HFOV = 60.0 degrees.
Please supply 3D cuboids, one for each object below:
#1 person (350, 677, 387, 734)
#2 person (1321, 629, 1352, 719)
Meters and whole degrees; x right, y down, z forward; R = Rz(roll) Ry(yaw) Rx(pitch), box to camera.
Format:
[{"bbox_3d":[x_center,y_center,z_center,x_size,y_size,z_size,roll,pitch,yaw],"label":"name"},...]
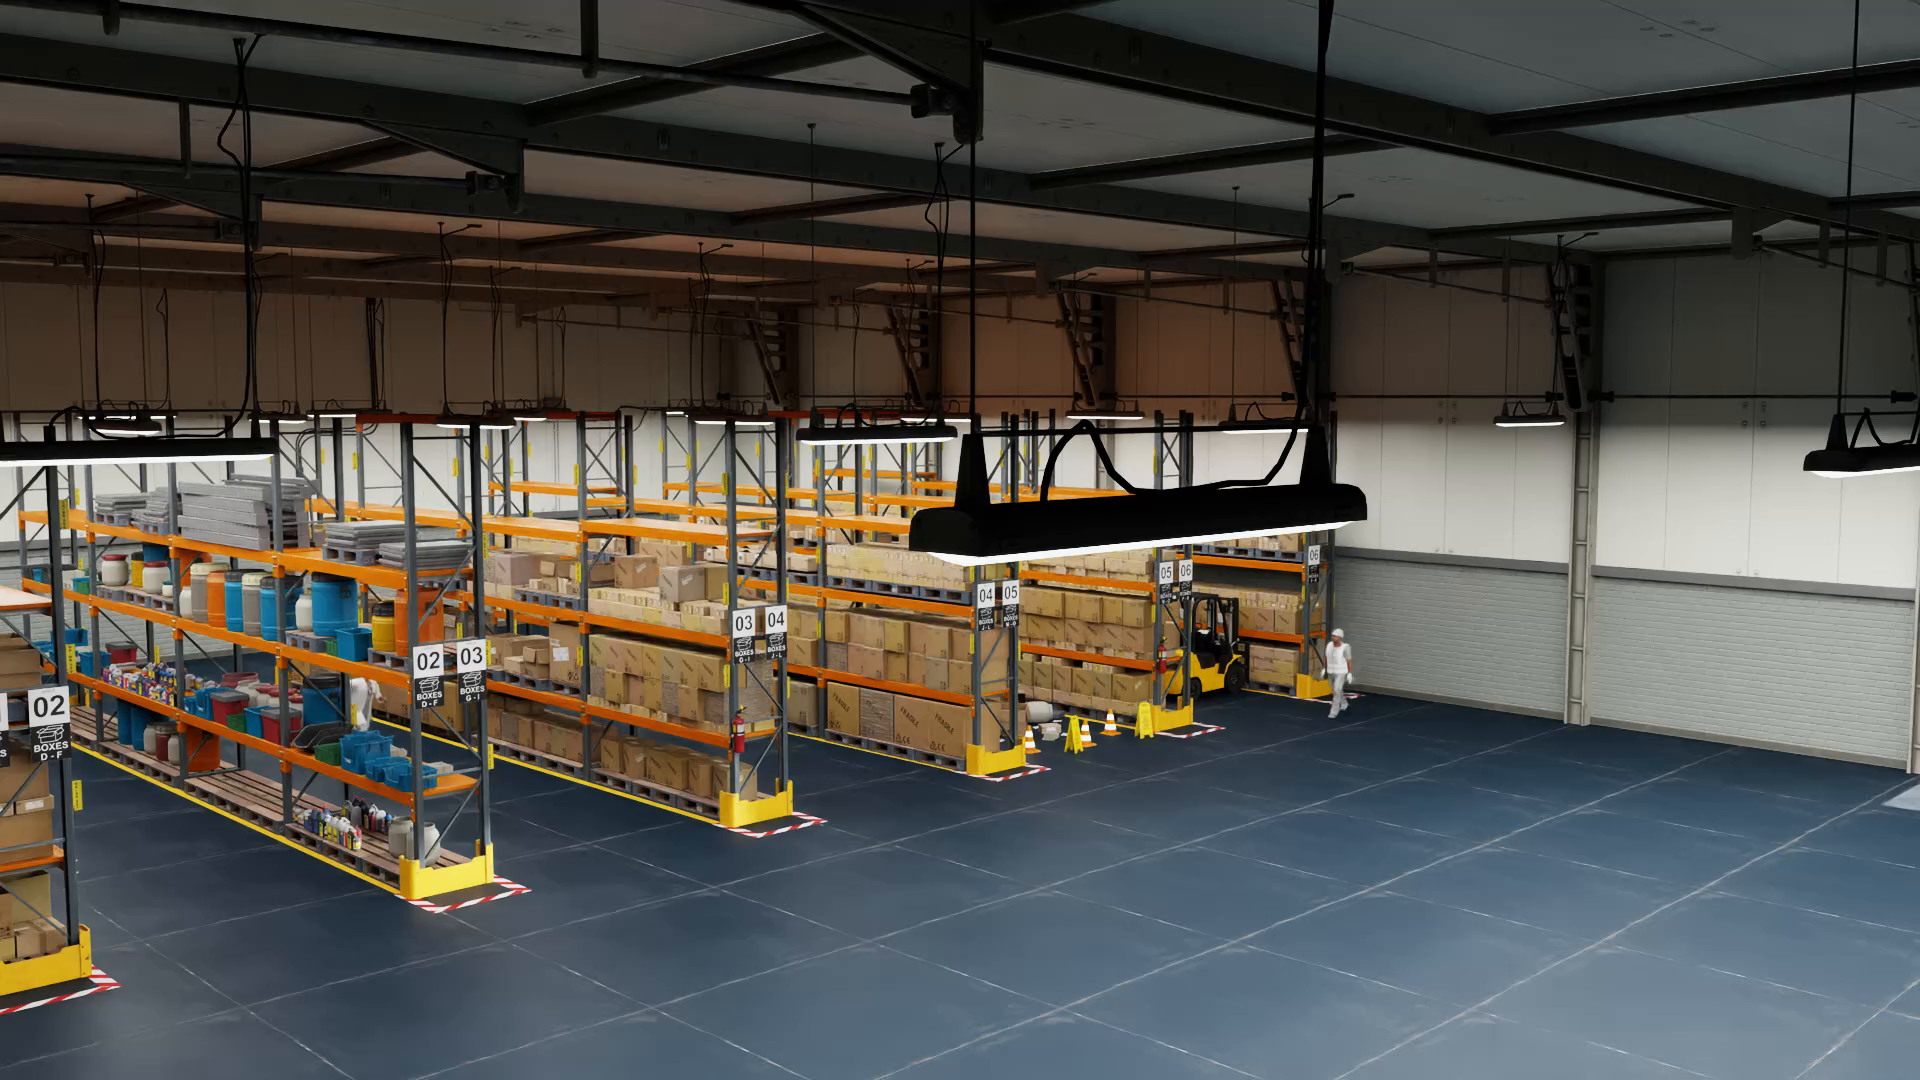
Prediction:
[{"bbox_3d":[-10.289,3.002,28.481,1.009,1.783,0.751,3,6,34],"label":"person"},{"bbox_3d":[7.452,2.610,32.792,0.616,1.751,1.017,4,6,39],"label":"person"}]
